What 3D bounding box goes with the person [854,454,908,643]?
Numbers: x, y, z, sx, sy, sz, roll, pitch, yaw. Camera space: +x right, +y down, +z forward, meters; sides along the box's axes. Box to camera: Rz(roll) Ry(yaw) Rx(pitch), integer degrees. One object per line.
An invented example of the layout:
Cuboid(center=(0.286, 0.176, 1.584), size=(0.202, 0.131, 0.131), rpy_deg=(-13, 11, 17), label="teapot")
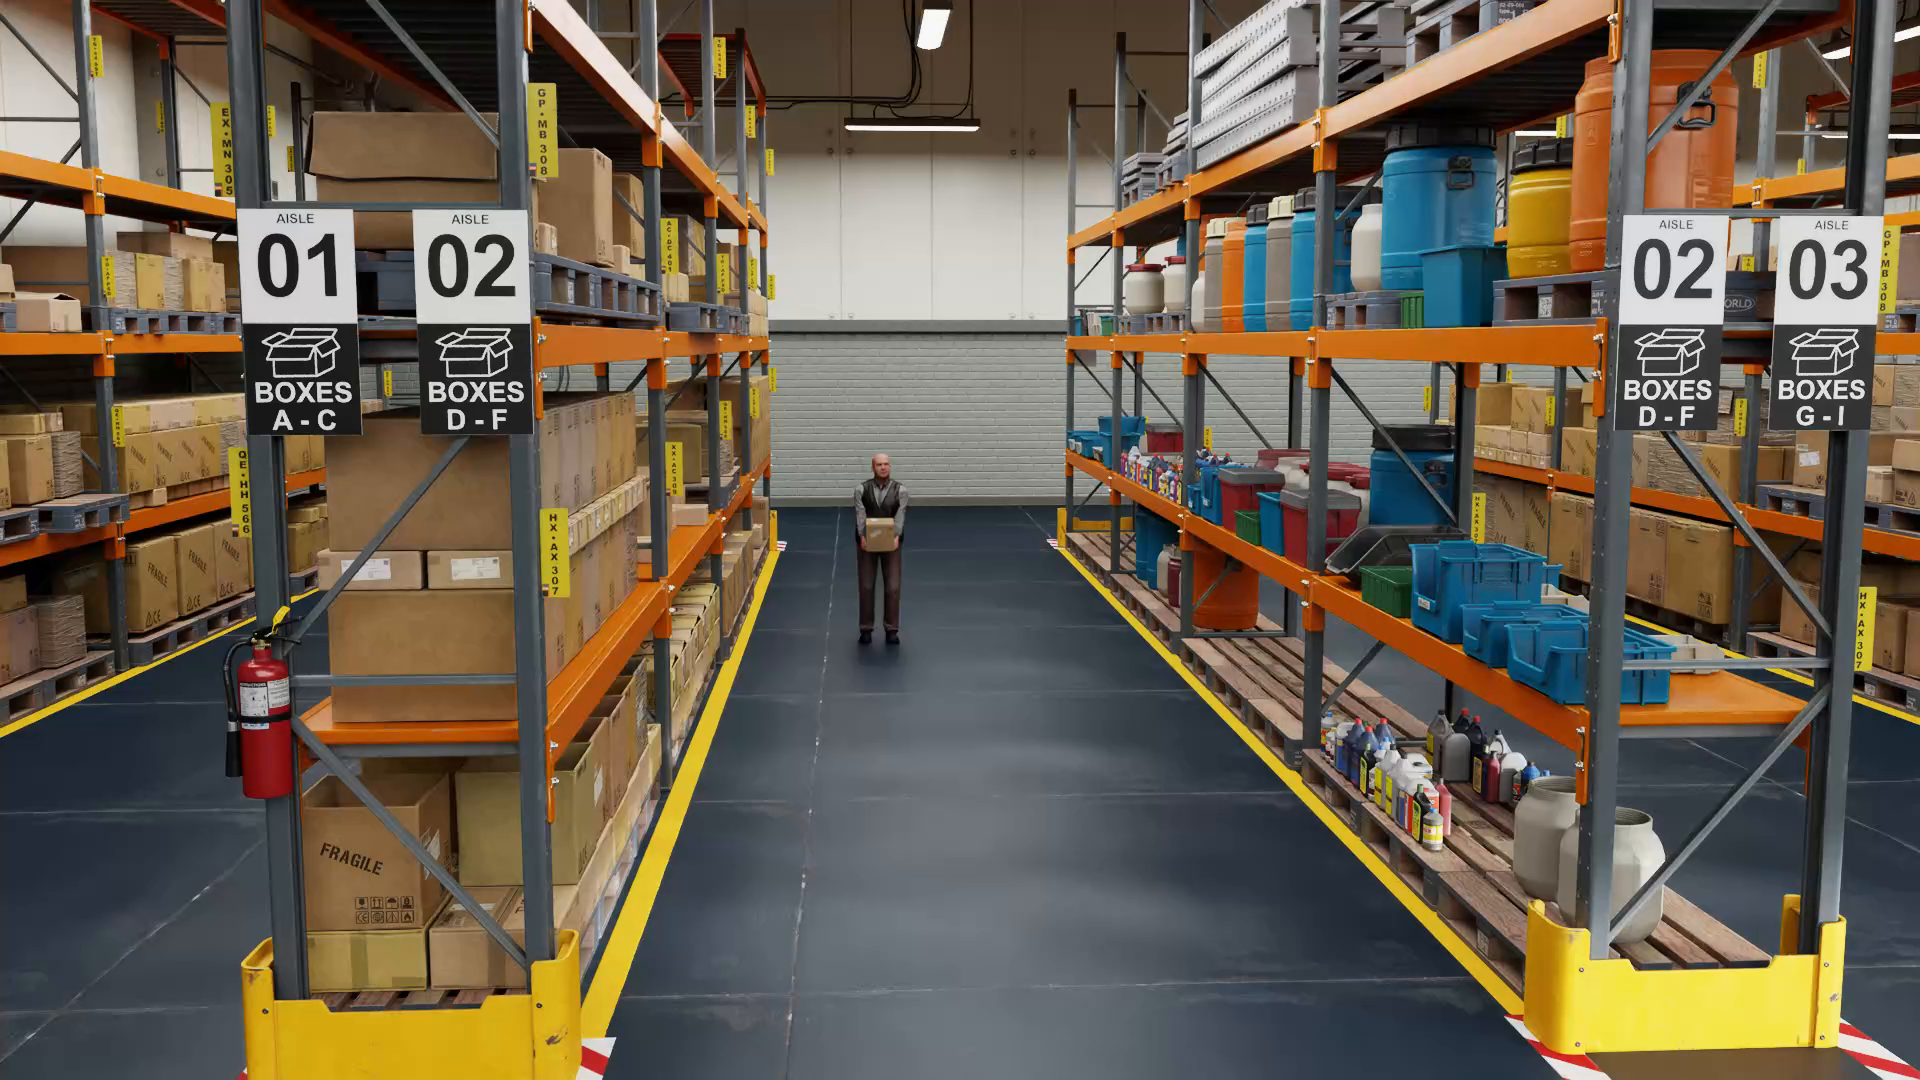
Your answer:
Cuboid(center=(-0.715, 0.082, 15.180), size=(0.495, 1.718, 0.555), rpy_deg=(0, 7, -3), label="person")
